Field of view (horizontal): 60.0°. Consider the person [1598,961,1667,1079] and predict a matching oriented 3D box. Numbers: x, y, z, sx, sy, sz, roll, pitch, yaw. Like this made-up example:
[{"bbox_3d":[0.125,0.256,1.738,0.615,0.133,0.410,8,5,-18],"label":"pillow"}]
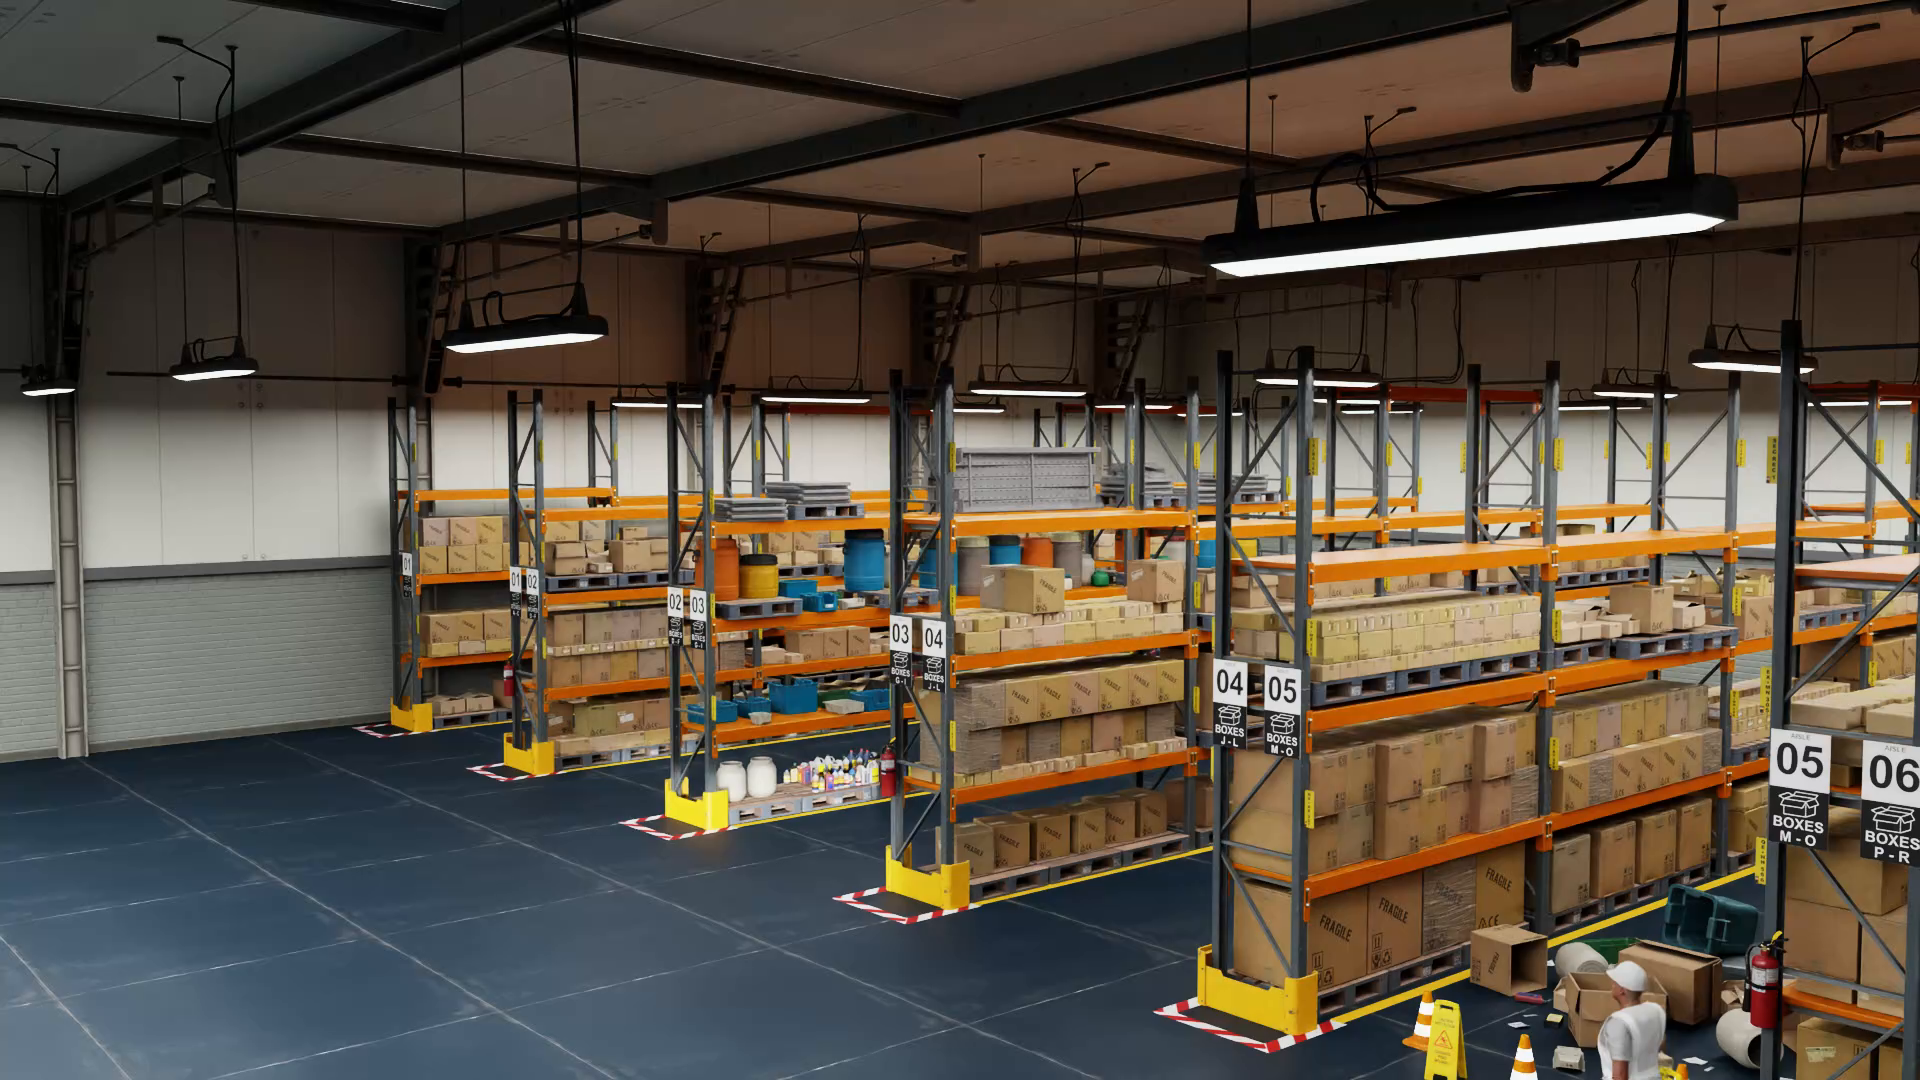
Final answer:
[{"bbox_3d":[4.430,3.649,10.950,0.556,1.745,1.065,-3,4,-39],"label":"person"}]
